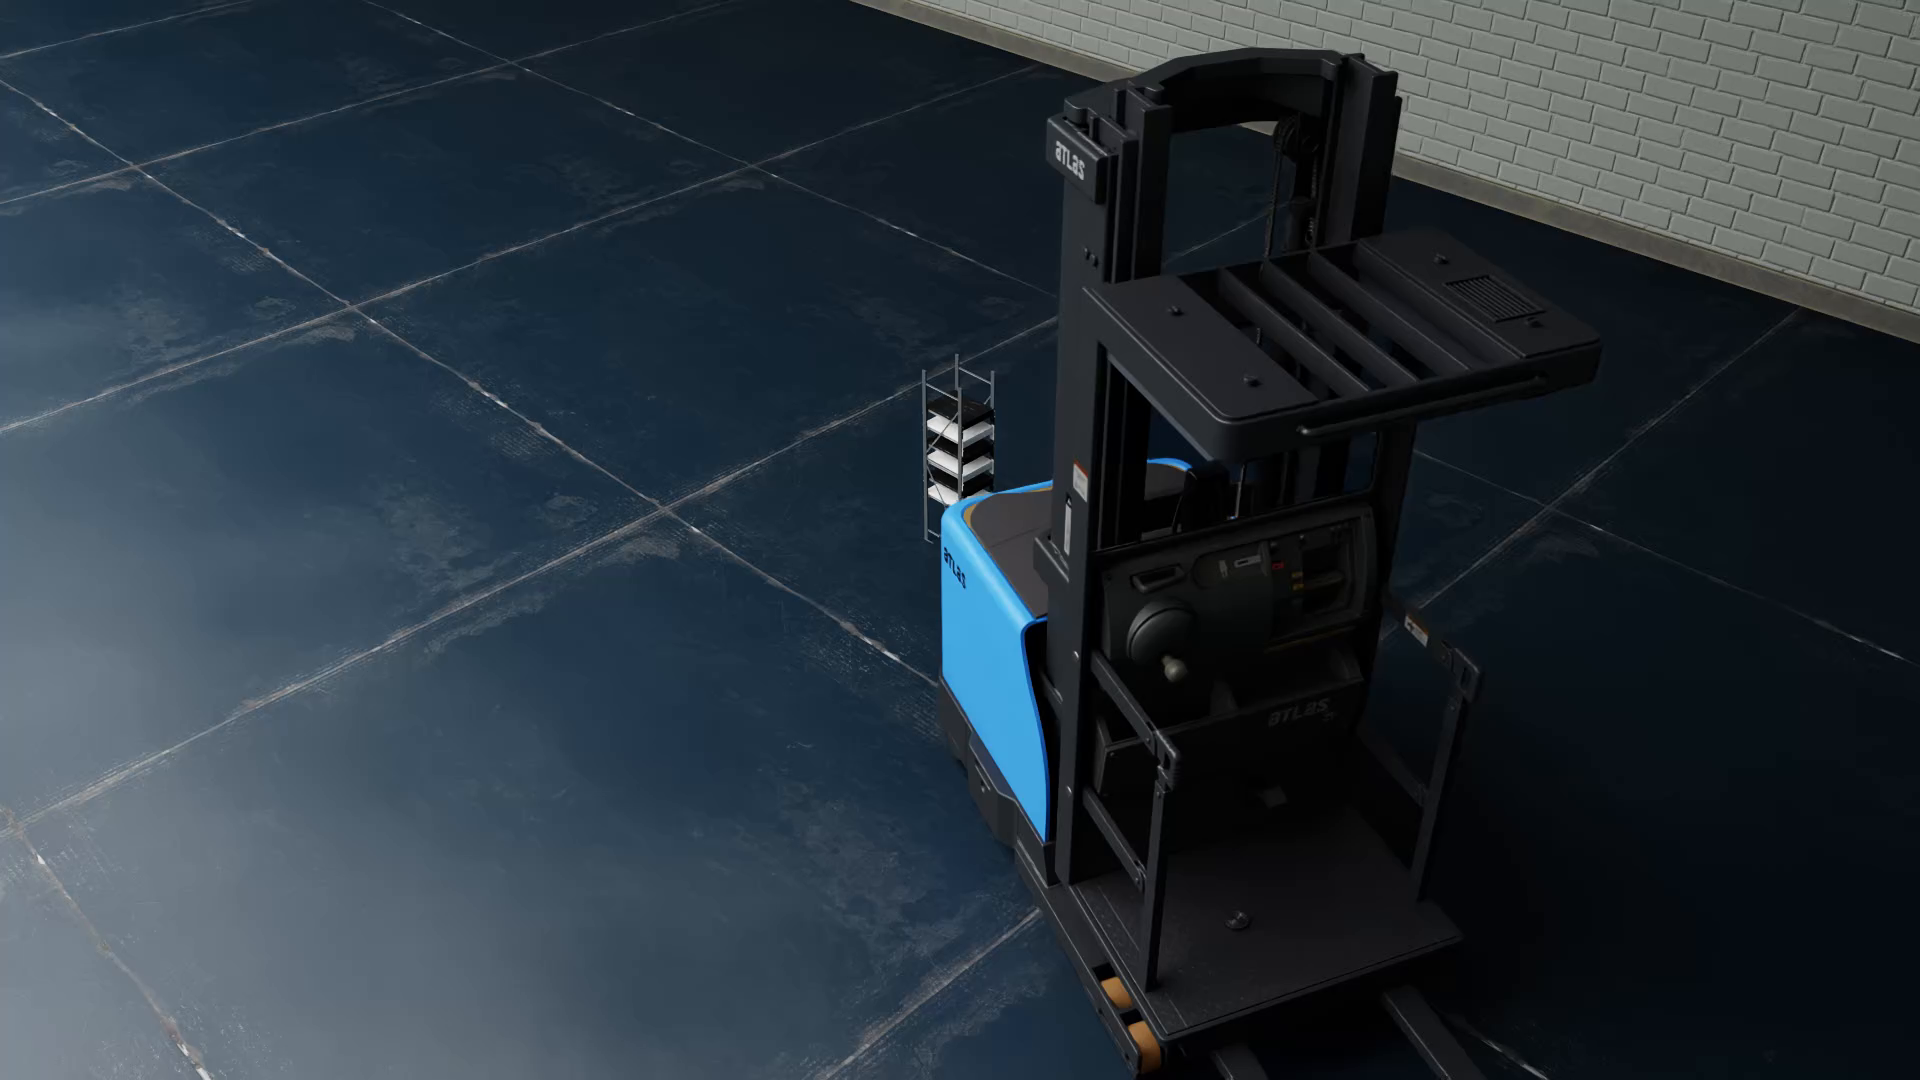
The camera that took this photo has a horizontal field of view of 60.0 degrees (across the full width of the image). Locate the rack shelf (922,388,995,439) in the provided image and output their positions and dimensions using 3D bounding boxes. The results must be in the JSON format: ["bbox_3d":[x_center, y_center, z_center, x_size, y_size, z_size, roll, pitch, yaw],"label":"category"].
[{"bbox_3d":[-0.006,-0.560,7.352,0.258,0.077,0.200,30,45,35],"label":"rack shelf"}]

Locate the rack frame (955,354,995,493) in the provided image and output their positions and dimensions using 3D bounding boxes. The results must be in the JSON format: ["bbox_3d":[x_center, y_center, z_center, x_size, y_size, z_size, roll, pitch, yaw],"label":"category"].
[{"bbox_3d":[0.066,-0.407,7.547,0.240,0.900,0.006,30,45,35],"label":"rack frame"}]

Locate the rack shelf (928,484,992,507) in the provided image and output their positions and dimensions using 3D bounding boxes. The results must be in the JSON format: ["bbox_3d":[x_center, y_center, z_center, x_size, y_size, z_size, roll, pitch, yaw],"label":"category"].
[{"bbox_3d":[-0.006,-0.191,7.610,0.258,0.077,0.200,30,45,35],"label":"rack shelf"}]

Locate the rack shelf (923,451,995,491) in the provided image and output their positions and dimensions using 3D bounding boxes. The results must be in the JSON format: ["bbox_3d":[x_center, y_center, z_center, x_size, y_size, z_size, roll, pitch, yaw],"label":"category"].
[{"bbox_3d":[-0.006,-0.338,7.507,0.258,0.077,0.200,30,45,35],"label":"rack shelf"}]

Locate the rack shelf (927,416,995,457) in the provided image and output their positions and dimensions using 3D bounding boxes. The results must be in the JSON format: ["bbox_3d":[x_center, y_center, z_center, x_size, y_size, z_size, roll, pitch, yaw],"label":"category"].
[{"bbox_3d":[-0.006,-0.486,7.404,0.258,0.077,0.200,30,45,35],"label":"rack shelf"}]

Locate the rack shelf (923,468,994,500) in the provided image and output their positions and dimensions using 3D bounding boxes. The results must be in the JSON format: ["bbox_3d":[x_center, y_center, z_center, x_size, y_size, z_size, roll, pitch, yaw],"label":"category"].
[{"bbox_3d":[-0.006,-0.265,7.558,0.258,0.077,0.200,30,45,35],"label":"rack shelf"}]

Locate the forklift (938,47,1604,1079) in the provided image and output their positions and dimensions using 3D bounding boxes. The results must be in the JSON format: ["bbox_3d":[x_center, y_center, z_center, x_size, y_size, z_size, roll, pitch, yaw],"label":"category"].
[{"bbox_3d":[0.934,0.225,4.865,1.130,2.935,3.031,-13,37,-18],"label":"forklift"}]

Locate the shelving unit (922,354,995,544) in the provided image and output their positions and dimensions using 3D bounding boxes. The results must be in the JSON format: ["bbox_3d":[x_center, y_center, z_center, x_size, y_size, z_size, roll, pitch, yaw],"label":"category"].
[{"bbox_3d":[-0.006,-0.366,7.488,0.258,0.900,0.210,30,45,35],"label":"shelving unit"}]

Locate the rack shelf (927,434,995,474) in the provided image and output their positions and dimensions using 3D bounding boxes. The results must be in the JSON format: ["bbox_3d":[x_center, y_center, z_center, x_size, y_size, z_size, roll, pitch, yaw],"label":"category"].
[{"bbox_3d":[-0.006,-0.412,7.455,0.258,0.077,0.200,30,45,35],"label":"rack shelf"}]

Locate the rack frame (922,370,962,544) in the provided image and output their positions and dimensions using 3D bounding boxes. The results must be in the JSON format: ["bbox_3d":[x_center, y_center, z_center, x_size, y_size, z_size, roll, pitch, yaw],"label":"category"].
[{"bbox_3d":[-0.077,-0.325,7.429,0.240,0.900,0.006,30,45,35],"label":"rack frame"}]
